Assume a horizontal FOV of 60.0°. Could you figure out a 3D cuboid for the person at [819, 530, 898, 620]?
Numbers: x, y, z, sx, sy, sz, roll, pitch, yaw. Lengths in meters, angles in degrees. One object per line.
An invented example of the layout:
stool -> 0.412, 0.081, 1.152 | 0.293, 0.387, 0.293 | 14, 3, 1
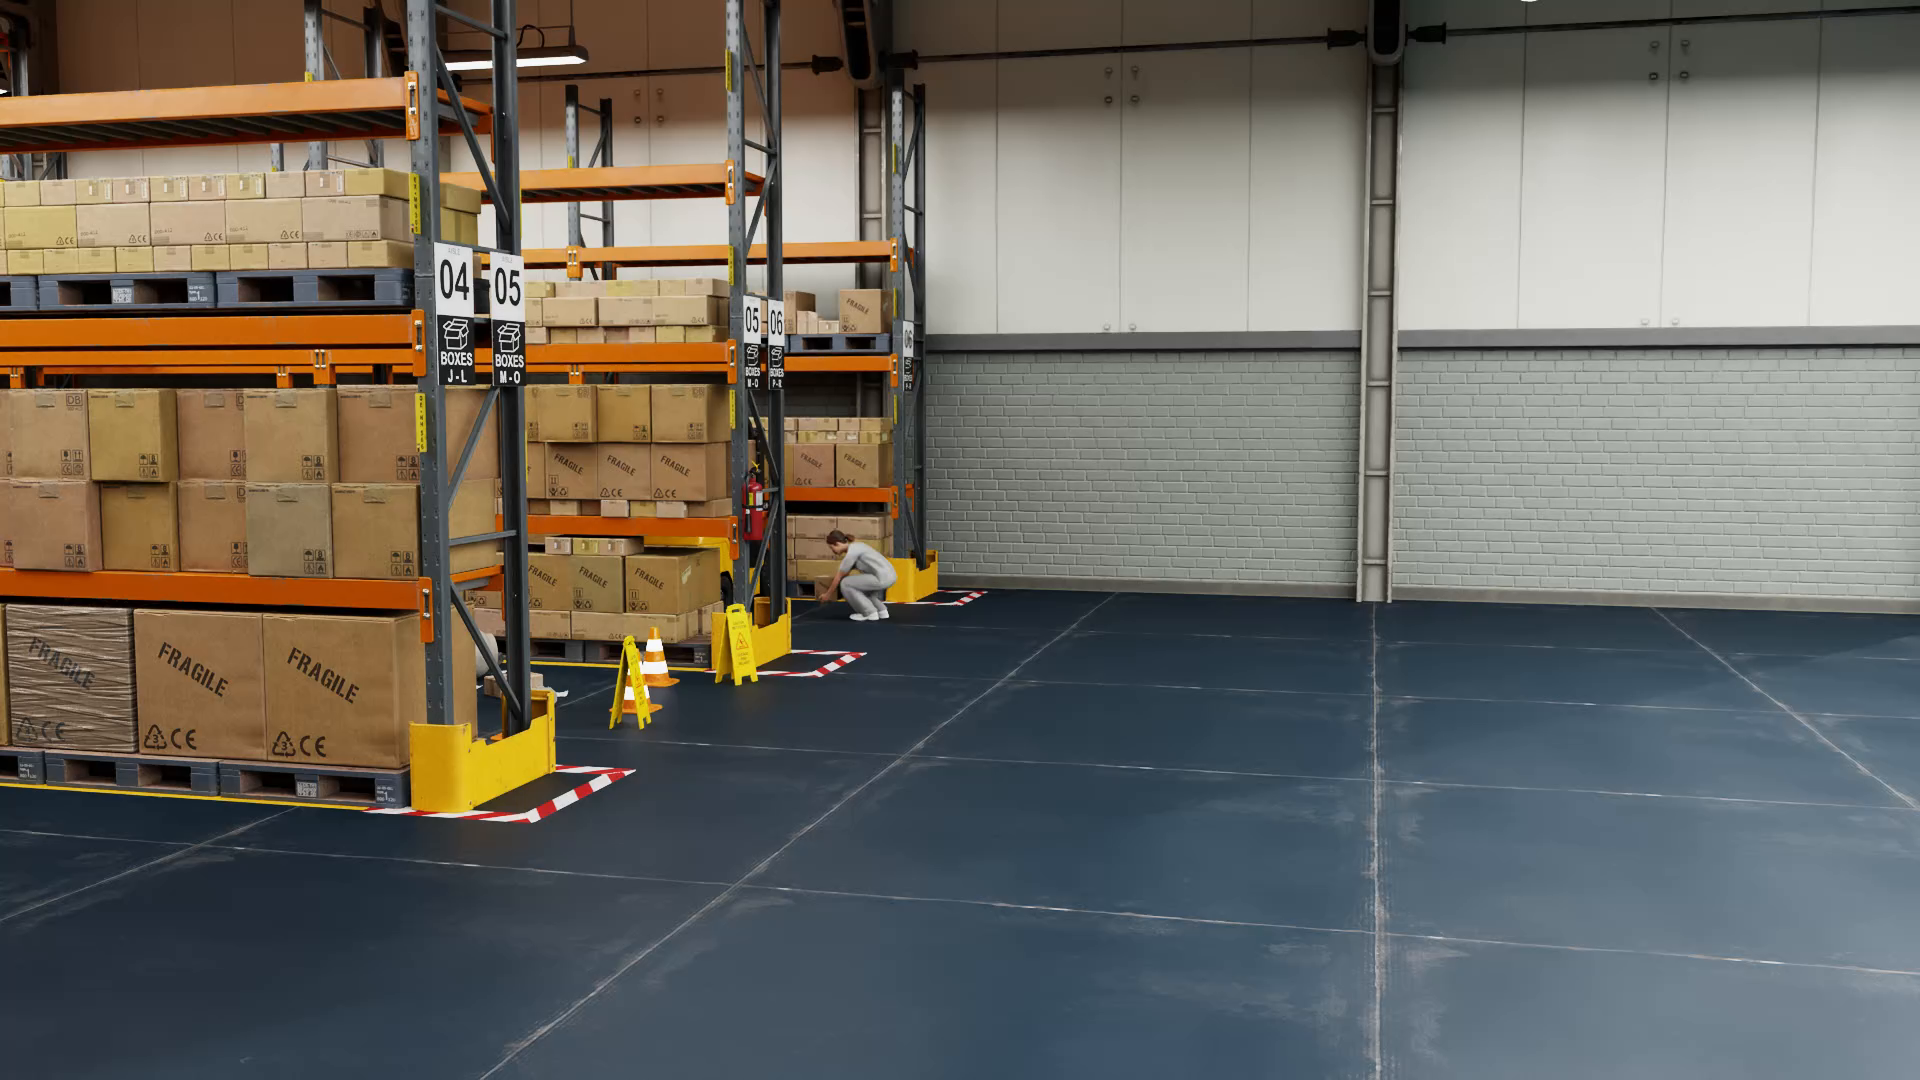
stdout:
person -> -1.074, 0.368, 17.569 | 0.815, 0.950, 0.466 | 1, 5, 12
